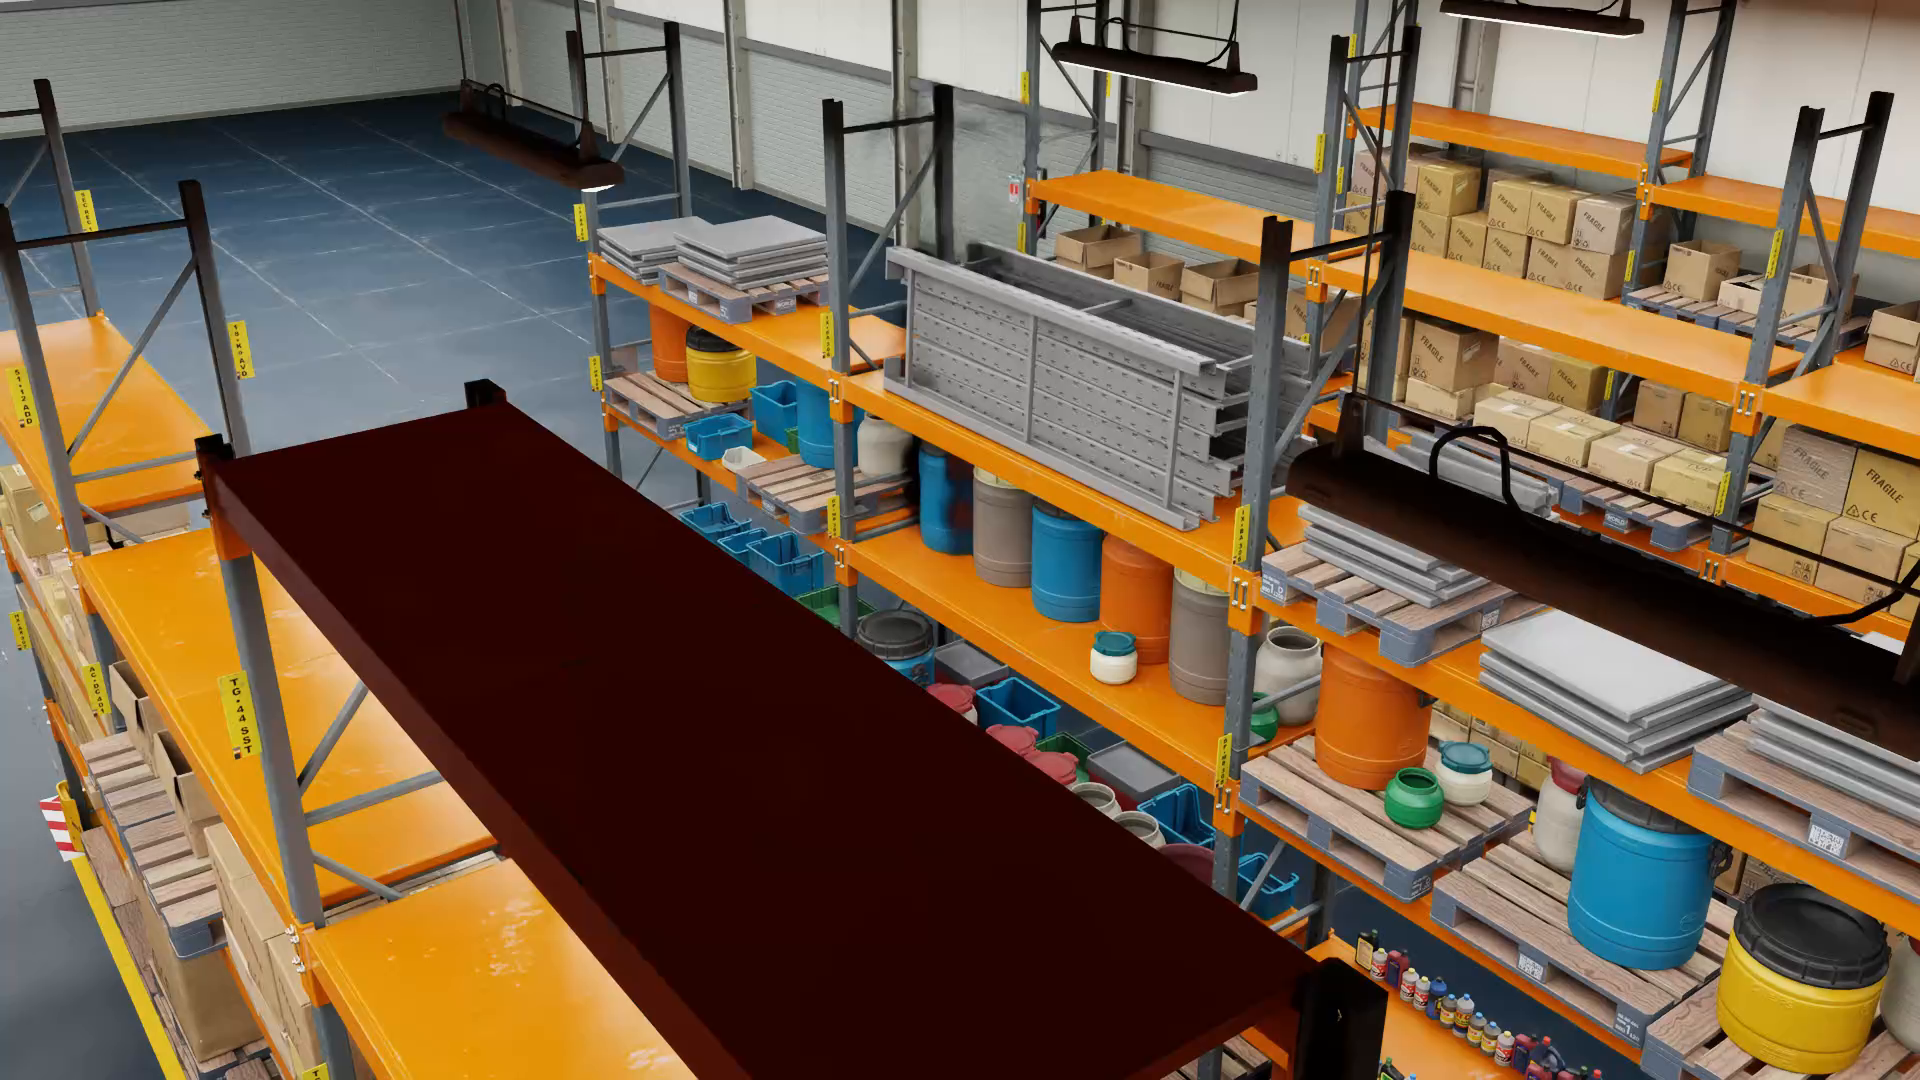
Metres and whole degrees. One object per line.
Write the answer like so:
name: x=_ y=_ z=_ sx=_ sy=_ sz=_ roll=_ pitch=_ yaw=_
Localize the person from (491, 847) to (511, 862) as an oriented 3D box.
person: x=-3.241 y=2.211 z=12.101 sx=0.582 sy=1.740 sz=0.643 roll=21 pitch=32 yaw=38
